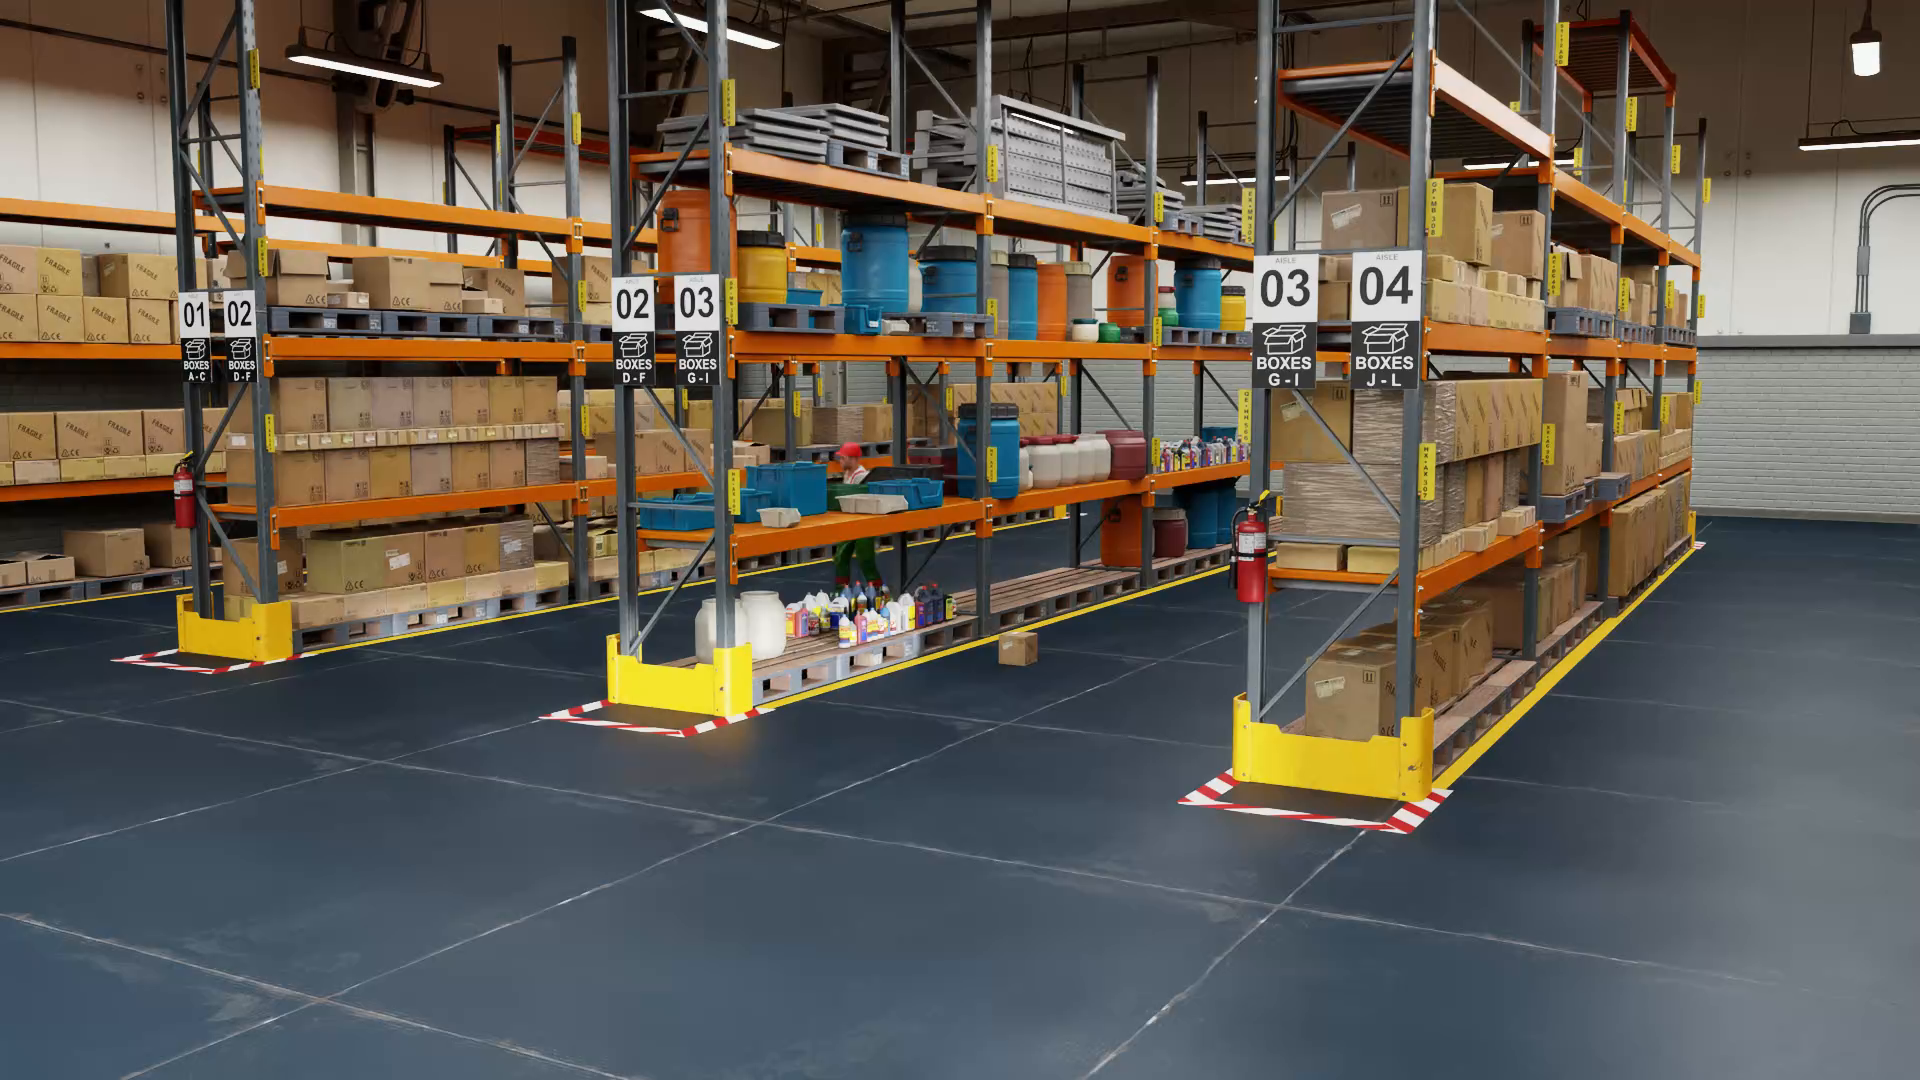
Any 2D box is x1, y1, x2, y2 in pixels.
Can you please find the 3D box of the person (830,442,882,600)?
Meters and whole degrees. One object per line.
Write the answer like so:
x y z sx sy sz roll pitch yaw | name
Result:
-1.080 -0.105 17.171 0.621 1.816 0.637 -3 6 -24 | person
